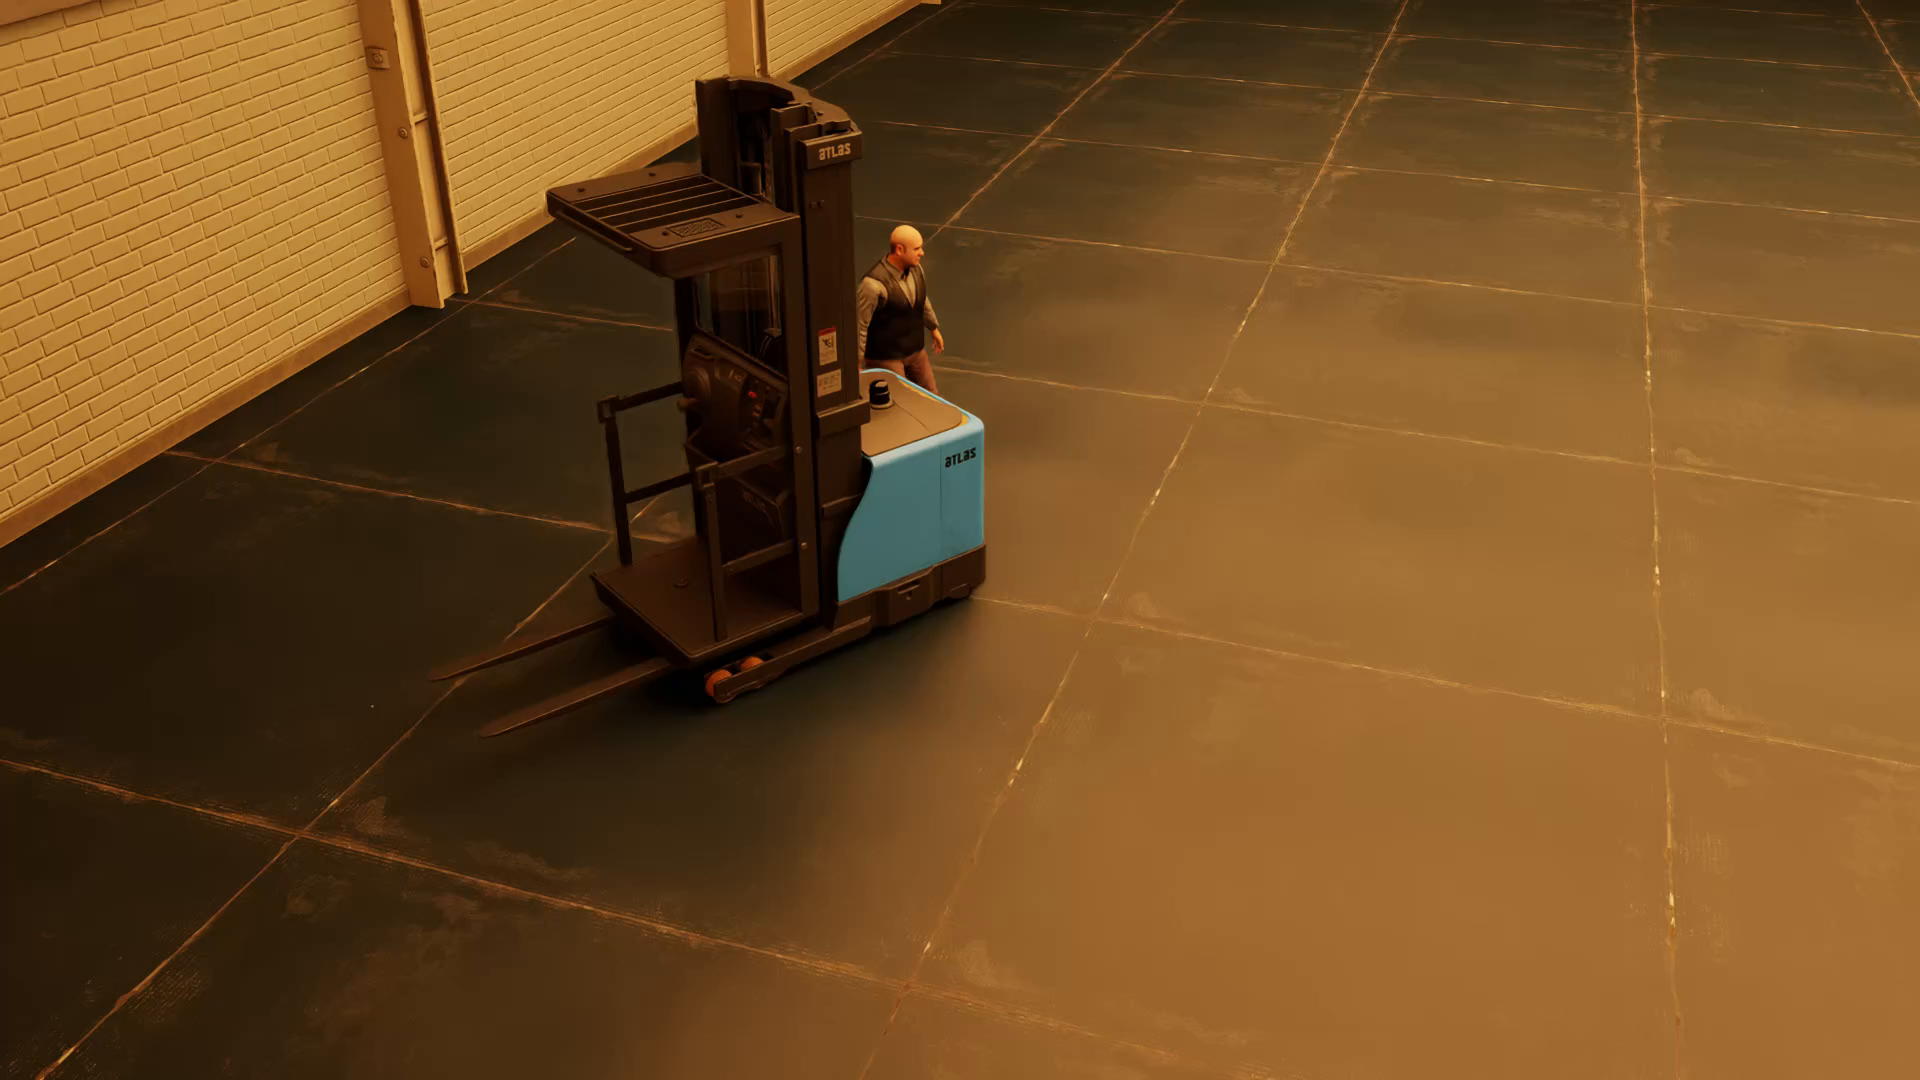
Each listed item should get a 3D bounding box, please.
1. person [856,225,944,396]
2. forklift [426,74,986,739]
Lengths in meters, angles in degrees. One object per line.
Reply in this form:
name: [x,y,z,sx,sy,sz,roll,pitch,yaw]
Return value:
person: [-0.380,-1.178,10.453,0.394,1.693,0.805,20,35,31]
forklift: [-1.319,-0.725,8.409,3.031,2.935,1.130,-22,36,-33]
